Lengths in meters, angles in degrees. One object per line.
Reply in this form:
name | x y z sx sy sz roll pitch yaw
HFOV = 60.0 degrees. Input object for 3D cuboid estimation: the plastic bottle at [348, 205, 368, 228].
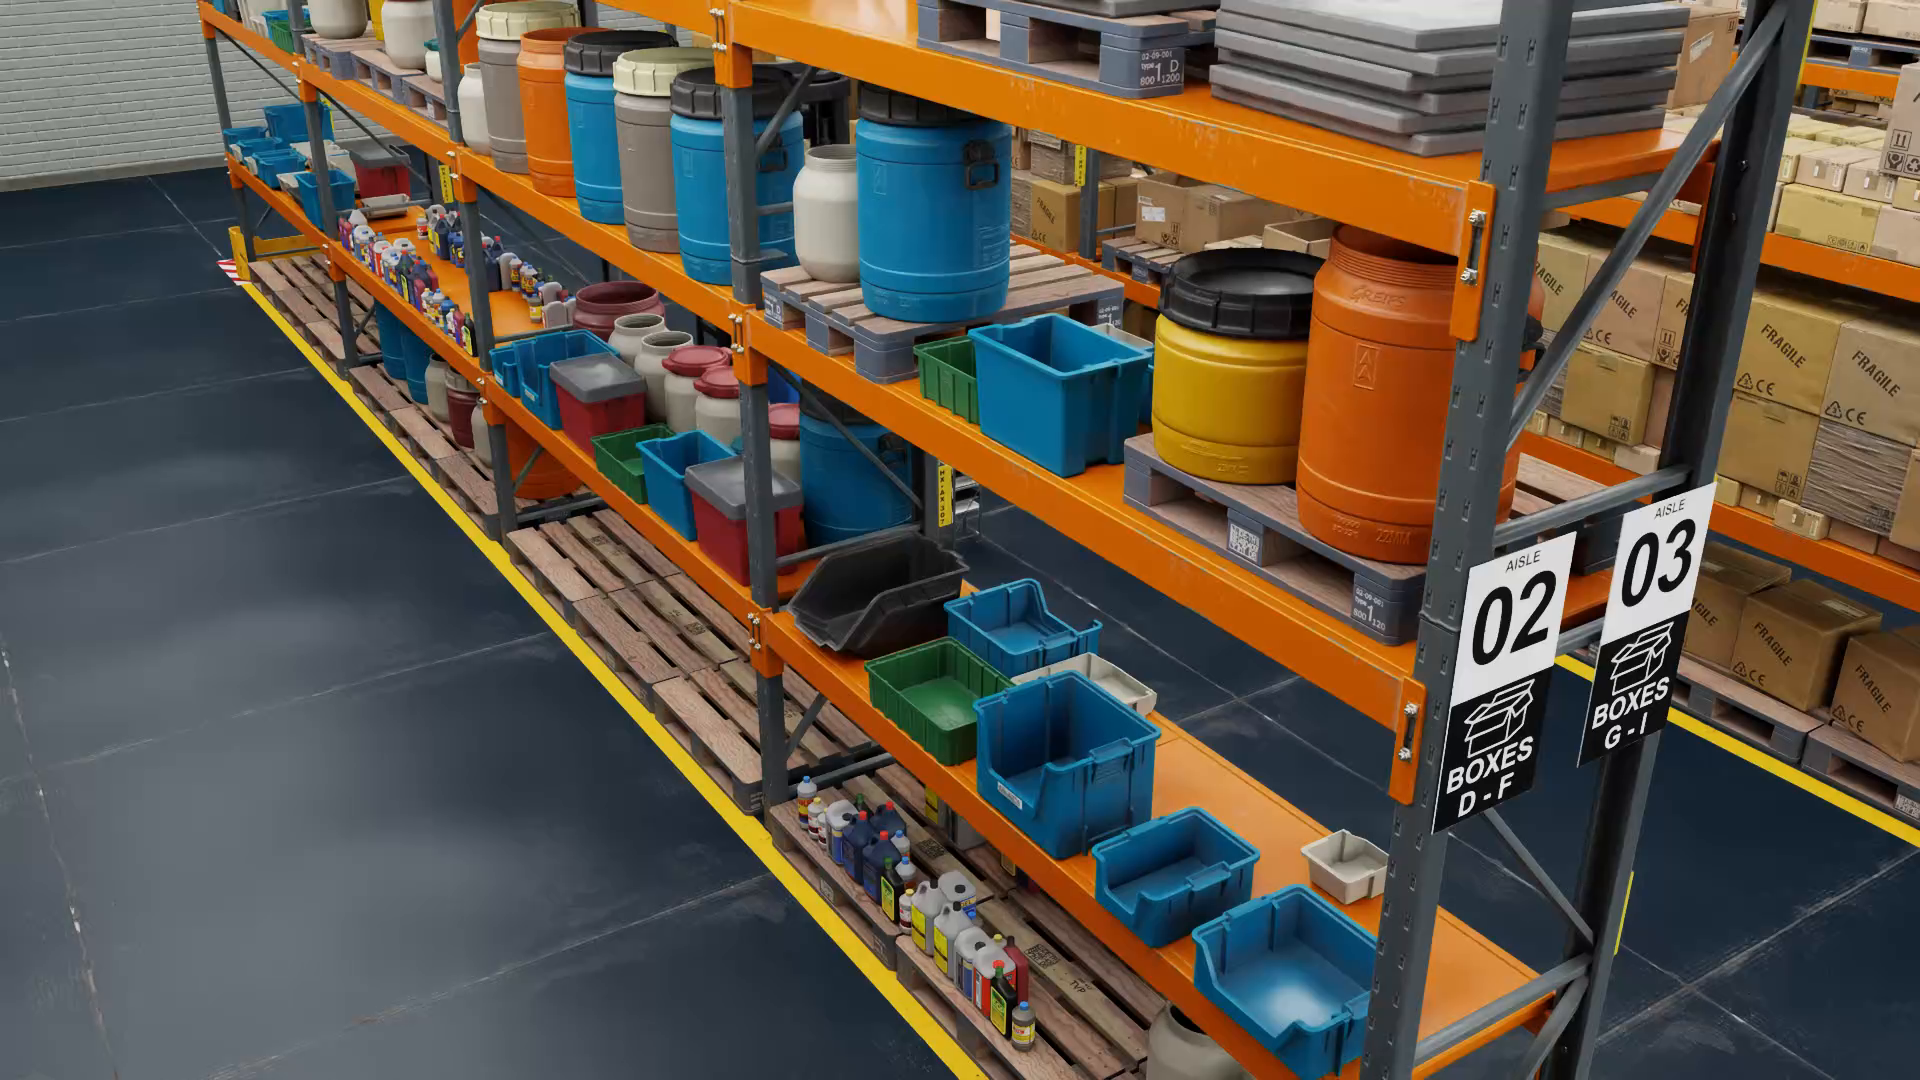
plastic bottle | -4.979 -2.593 13.750 0.144 0.351 0.185 -16 29 -30

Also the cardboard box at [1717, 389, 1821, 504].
cardboard box | 4.628 -0.598 8.999 0.875 0.500 0.500 -16 29 -30

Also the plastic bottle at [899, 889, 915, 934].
plastic bottle | -0.224 1.656 7.453 0.097 0.201 0.097 0 25 0

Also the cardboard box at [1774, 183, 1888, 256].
cardboard box | 4.476 -1.637 8.329 0.500 0.250 0.500 -16 30 -30

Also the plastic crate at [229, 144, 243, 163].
plastic crate | -7.141 -3.871 16.637 0.250 0.136 0.298 -16 29 -30

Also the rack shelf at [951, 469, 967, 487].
rack shelf | -0.004 -0.461 11.502 0.258 0.077 0.200 -16 29 -30

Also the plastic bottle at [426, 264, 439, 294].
plastic bottle | -3.921 -1.902 12.364 0.061 0.283 0.133 -16 29 -30

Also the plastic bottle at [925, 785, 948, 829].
plastic bottle | -0.082 1.226 8.190 0.144 0.351 0.185 -16 29 -30

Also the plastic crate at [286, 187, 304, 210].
plastic crate | -5.758 -3.072 14.958 0.437 0.125 0.590 -16 29 -30

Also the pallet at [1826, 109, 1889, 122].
pallet | 10.193 -4.548 18.056 1.213 0.211 1.003 -16 29 -30

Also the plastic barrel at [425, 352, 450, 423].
plastic barrel | -4.019 -1.222 13.209 0.421 0.512 0.421 0 25 0

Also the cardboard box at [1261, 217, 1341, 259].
cardboard box | 2.571 -1.959 11.736 0.797 0.503 0.637 -12 28 -24

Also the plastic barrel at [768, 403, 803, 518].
plastic barrel | -0.893 -0.425 8.939 0.433 0.535 0.433 0 25 0

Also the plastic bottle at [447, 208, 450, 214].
plastic bottle | -4.271 -2.641 13.929 0.061 0.283 0.133 -16 29 -30

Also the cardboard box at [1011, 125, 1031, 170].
cardboard box | 0.672 -3.553 14.432 0.797 0.503 0.637 -15 29 -28

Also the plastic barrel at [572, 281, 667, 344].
plastic barrel | -2.231 -1.367 10.935 0.600 0.536 0.708 -16 29 -30

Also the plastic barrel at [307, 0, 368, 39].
plastic barrel | -4.845 -4.192 12.915 0.433 0.535 0.433 0 25 0

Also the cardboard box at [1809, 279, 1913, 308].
cardboard box | 4.888 -1.122 8.939 0.500 0.500 0.500 -16 29 -30

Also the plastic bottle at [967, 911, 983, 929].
plastic bottle | 0.052 1.724 7.309 0.097 0.201 0.097 0 25 0

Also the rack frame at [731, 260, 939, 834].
rack frame | -0.555 0.030 8.135 1.000 3.000 0.127 -16 29 -30

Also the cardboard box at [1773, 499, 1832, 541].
cardboard box | 4.543 -0.146 8.802 0.380 0.149 0.250 -16 29 -30

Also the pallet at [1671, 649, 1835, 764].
pallet | 4.661 0.806 9.759 1.003 0.211 1.213 -16 29 -30

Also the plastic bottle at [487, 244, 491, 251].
plastic bottle | -3.653 -2.168 12.943 0.097 0.271 0.097 0 25 0

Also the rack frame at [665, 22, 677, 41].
rack frame | -2.956 -5.416 19.672 1.000 3.000 0.127 -16 29 -30

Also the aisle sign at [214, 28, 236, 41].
aisle sign | -7.394 -5.394 16.580 0.394 0.787 0.004 -16 29 -30

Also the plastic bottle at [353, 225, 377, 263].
plastic bottle | -4.789 -2.390 13.407 0.152 0.276 0.135 -16 29 -30

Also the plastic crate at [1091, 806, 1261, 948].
plastic crate | 0.755 1.185 5.862 0.499 0.251 0.408 -16 29 -30

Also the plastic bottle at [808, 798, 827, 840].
plastic bottle | -0.693 1.349 8.104 0.097 0.201 0.097 0 25 0

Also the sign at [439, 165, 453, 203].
sign | -4.460 -3.084 14.407 0.100 0.325 0.005 -16 29 -30

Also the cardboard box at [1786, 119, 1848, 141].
cardboard box | 4.545 -2.156 8.960 0.380 0.149 0.250 -14 29 -28

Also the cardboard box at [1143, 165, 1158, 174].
cardboard box | 2.471 -4.564 20.366 0.380 0.149 0.250 -15 29 -28

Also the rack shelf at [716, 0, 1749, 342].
rack shelf | 0.537 -1.461 5.578 1.077 0.370 4.000 -16 29 -30

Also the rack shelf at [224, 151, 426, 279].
rack shelf | -6.014 -3.221 15.865 1.077 0.370 4.000 -16 29 -30

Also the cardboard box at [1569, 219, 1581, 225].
cardboard box | 5.879 -2.608 15.867 1.050 0.750 0.750 -16 30 -30

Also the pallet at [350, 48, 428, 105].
pallet | -3.791 -3.440 12.193 1.003 0.211 1.213 -16 29 -30

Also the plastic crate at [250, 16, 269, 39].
plastic crate | -5.935 -4.435 14.388 0.293 0.136 0.466 -16 29 -30

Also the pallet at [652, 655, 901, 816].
pallet | -1.016 1.019 9.306 1.003 0.211 1.213 -16 29 -30

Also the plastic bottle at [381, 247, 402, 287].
plastic bottle | -4.356 -2.107 12.807 0.152 0.276 0.135 -16 29 -30

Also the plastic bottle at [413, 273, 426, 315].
plastic bottle | -3.941 -1.802 12.152 0.061 0.283 0.133 -16 29 -30

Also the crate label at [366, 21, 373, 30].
crate label | -4.947 -4.311 14.126 0.293 0.136 0.466 -16 29 -30

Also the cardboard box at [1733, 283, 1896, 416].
cardboard box | 4.457 -1.002 8.685 0.500 0.500 0.500 -16 29 -30

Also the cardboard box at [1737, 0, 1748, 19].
cardboard box | 6.665 -4.371 13.439 0.500 0.311 0.500 -17 30 -31

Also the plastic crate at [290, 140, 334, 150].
plastic crate | -6.509 -3.920 16.742 0.396 0.136 0.243 -16 29 -30

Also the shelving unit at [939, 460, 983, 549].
shelving unit | -0.004 -0.410 11.526 0.258 0.900 0.210 -16 29 -30

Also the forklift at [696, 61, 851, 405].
forklift | -1.596 -2.457 13.483 1.130 2.935 3.031 -14 29 -28

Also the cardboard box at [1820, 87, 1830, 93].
cardboard box | 9.645 -5.261 18.934 0.500 0.250 0.500 -16 30 -30

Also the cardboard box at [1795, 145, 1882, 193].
cardboard box | 4.427 -1.863 8.341 0.380 0.149 0.250 -15 29 -28

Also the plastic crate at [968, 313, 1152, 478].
plastic crate | 0.336 -0.500 5.764 0.392 0.384 0.575 -16 29 -30

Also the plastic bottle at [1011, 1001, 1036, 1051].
plastic bottle | 0.259 1.973 6.783 0.097 0.201 0.097 0 25 0

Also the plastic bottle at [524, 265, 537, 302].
plastic bottle | -3.195 -1.916 12.408 0.097 0.271 0.097 0 25 0

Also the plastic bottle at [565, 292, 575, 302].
plastic bottle | -2.744 -1.620 11.782 0.097 0.271 0.097 0 25 0

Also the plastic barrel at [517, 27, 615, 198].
plastic barrel | -2.115 -2.373 9.209 0.600 0.830 0.708 -16 29 -30

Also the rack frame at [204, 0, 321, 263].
rack frame | -7.106 -4.262 17.227 1.000 3.000 0.127 -16 29 -30

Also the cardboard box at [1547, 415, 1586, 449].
cardboard box | 3.746 -0.688 9.951 0.380 0.149 0.250 -16 29 -30

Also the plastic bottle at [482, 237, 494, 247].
plastic bottle | -3.761 -2.267 13.147 0.152 0.276 0.135 -16 29 -30

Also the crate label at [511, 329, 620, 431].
crate label | -2.423 -0.998 10.272 0.502 0.435 0.616 -16 29 -30

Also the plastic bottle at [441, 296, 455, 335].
plastic bottle | -3.597 -1.585 11.708 0.097 0.271 0.097 0 25 0
